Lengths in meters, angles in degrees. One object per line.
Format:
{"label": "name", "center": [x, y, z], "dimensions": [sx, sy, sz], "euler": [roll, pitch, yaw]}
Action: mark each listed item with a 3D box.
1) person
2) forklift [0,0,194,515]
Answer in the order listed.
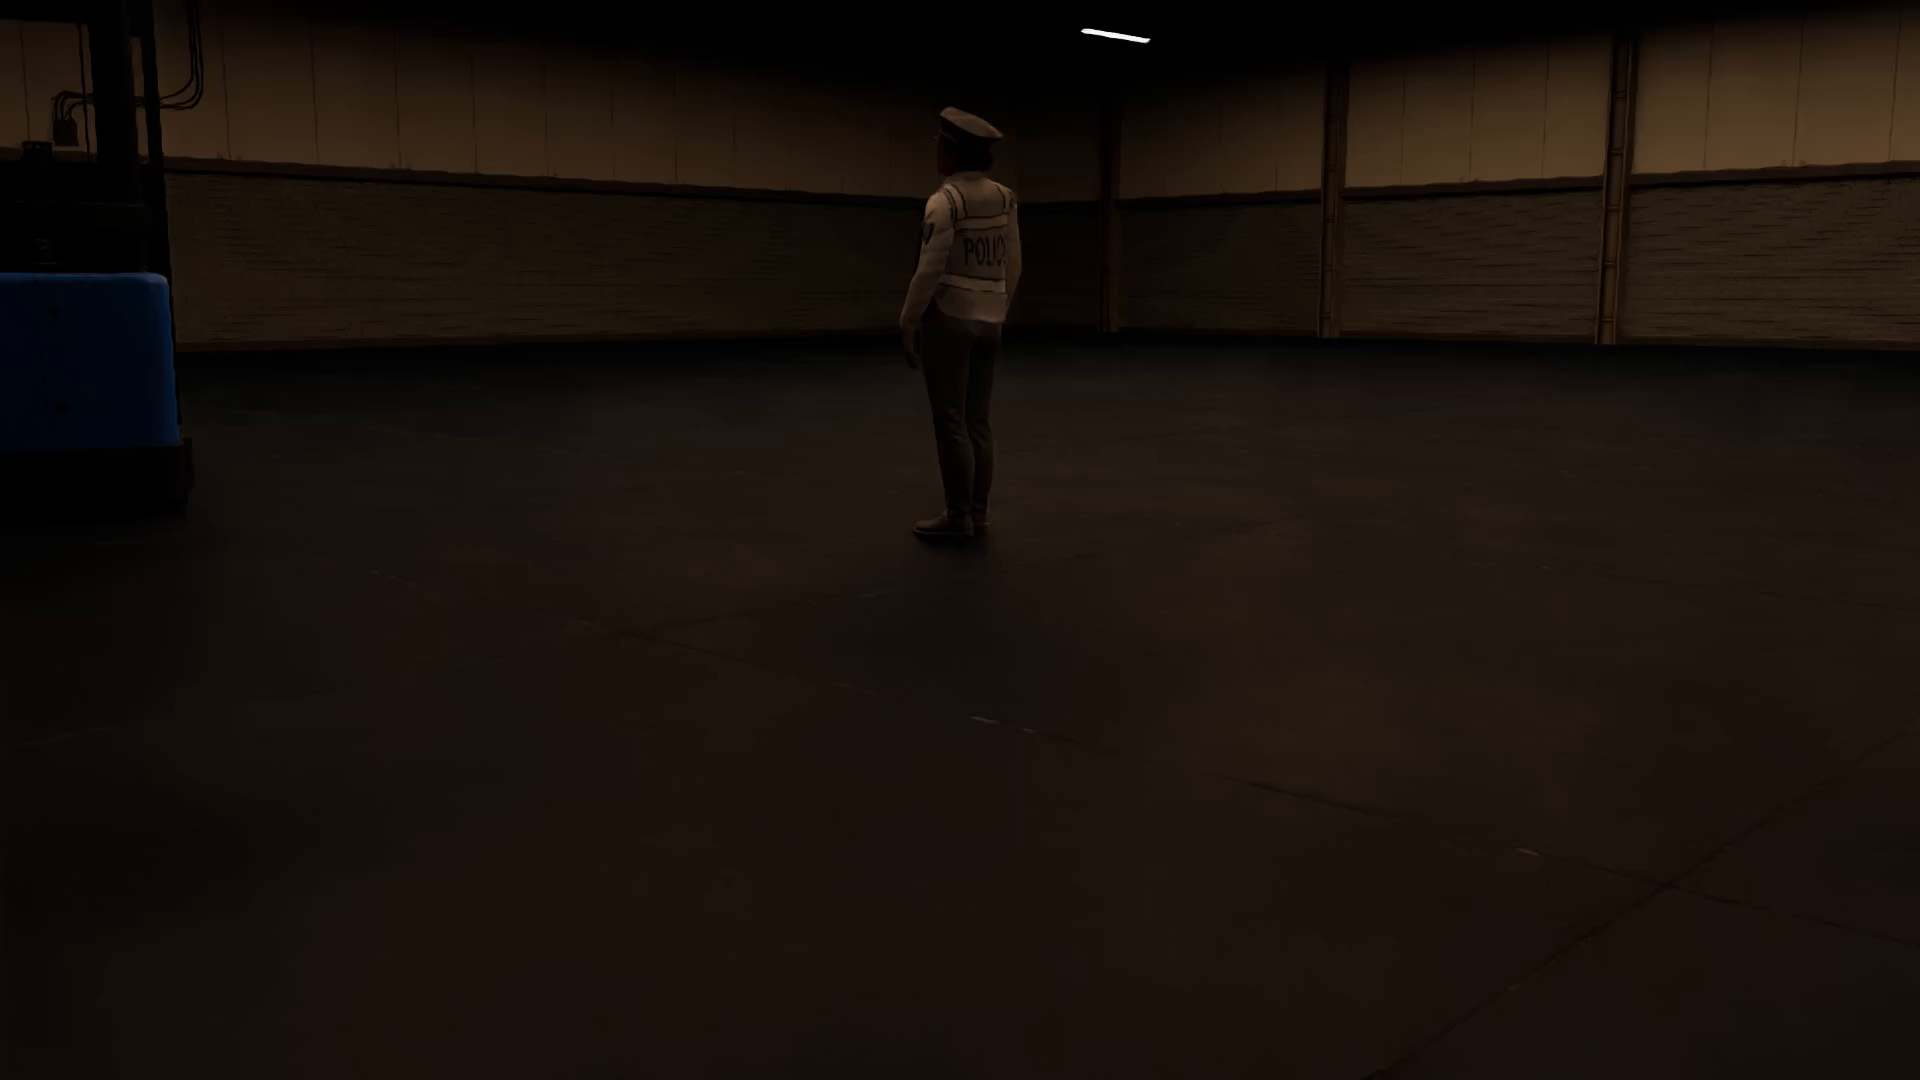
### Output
{"label": "person", "center": [-0.044, -0.853, 6.642], "dimensions": [0.533, 1.695, 0.586], "euler": [8, 12, 43]}
{"label": "forklift", "center": [-4.598, -1.730, 8.361], "dimensions": [1.130, 2.935, 3.031], "euler": [-4, 10, -26]}
